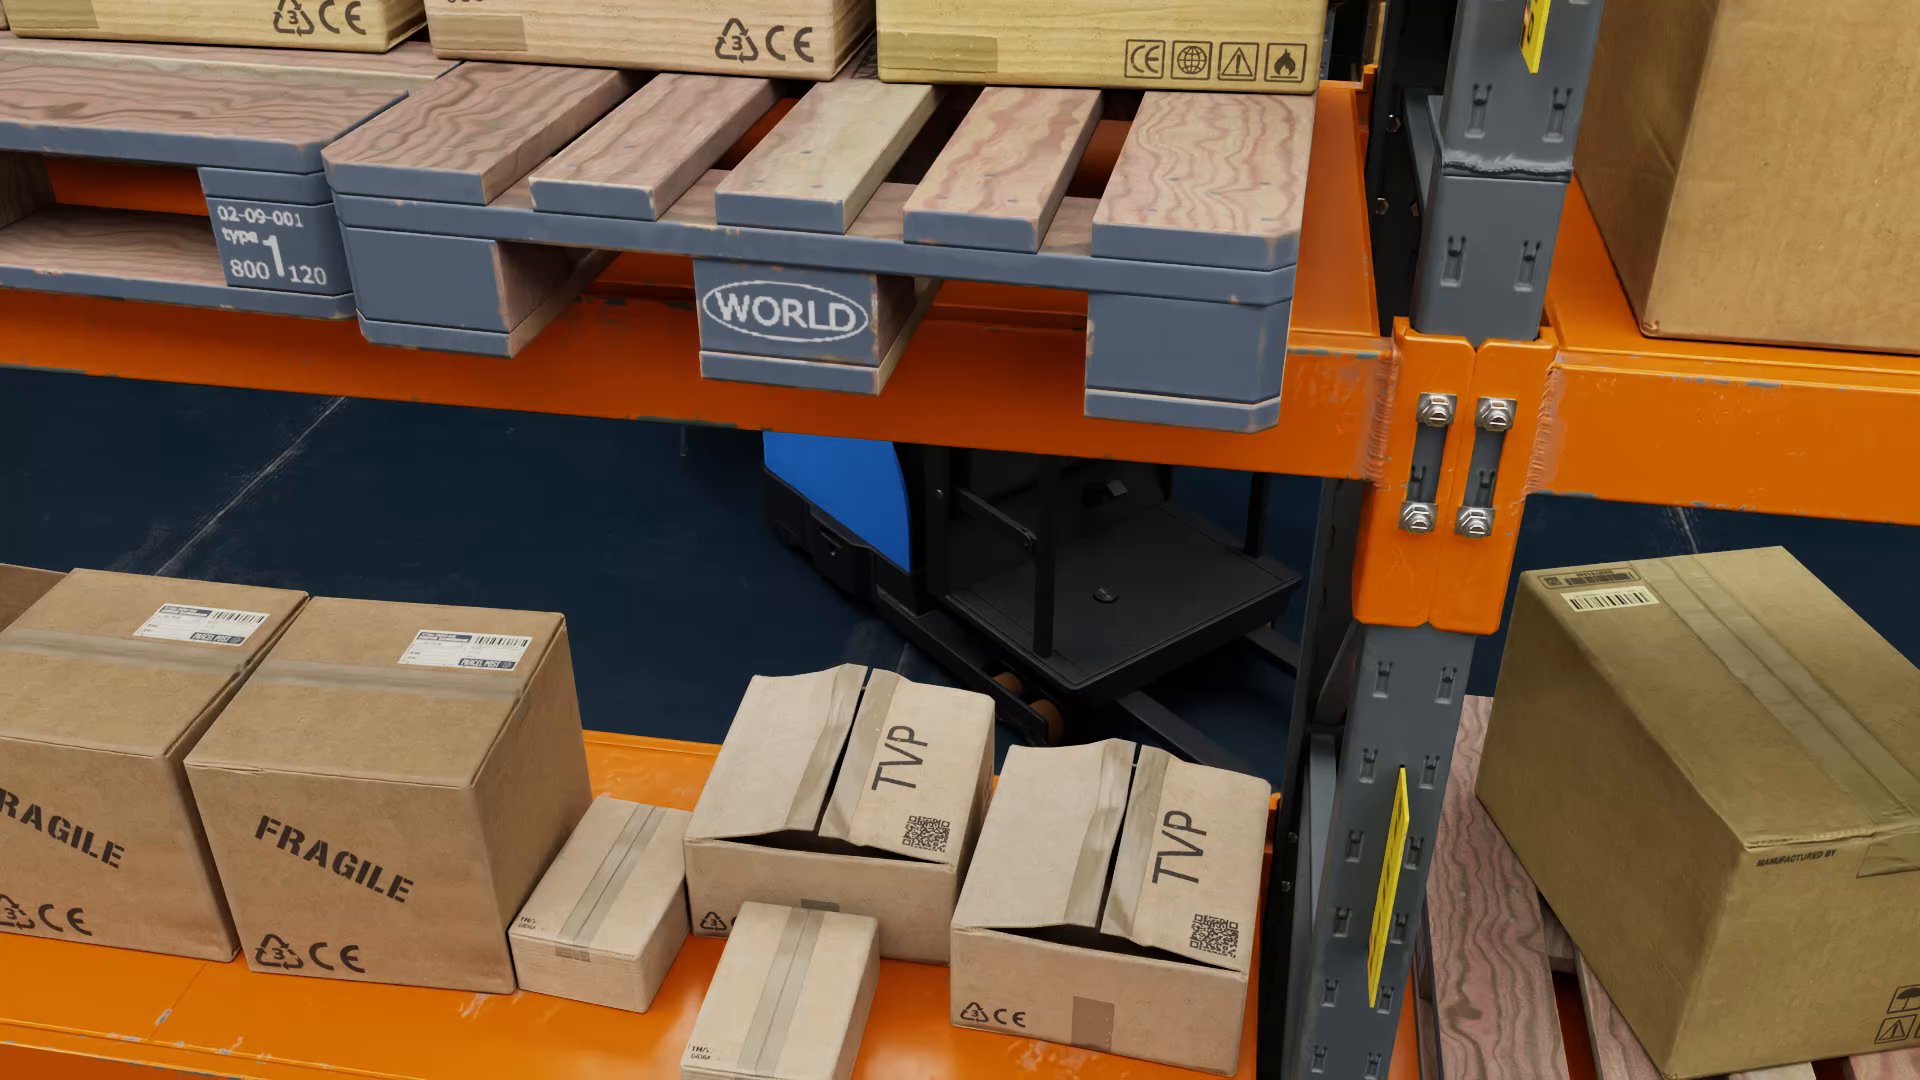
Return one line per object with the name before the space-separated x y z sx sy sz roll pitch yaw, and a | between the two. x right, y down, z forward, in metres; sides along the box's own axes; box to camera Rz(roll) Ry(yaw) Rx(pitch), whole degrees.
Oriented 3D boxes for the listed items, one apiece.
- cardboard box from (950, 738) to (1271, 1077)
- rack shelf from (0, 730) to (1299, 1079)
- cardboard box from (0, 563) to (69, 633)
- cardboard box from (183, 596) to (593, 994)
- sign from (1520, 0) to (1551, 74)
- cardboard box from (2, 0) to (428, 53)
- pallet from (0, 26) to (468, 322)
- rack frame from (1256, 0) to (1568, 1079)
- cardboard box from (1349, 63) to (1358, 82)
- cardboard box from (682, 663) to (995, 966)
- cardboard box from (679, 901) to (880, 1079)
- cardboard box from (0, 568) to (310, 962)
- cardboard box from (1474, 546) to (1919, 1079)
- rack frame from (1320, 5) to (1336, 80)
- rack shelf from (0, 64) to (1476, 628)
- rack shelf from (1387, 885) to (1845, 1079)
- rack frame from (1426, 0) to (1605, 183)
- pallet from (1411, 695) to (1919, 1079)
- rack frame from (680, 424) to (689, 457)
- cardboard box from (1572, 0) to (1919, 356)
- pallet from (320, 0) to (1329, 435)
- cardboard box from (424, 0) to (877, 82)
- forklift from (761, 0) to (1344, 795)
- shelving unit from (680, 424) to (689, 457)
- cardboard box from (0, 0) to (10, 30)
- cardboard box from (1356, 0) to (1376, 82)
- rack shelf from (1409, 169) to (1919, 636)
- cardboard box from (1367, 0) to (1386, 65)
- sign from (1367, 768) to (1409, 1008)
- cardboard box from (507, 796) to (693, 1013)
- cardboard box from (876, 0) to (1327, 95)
cardboard box | 0.283 0.629 3.002 0.500 0.311 0.500 7 33 11
rack shelf | -1.338 0.773 3.366 4.000 0.370 1.077 5 32 8
cardboard box | -2.035 0.371 3.236 0.500 0.500 0.500 7 33 12
cardboard box | -1.023 0.463 3.089 0.500 0.500 0.500 3 32 6
sign | 0.533 -0.588 1.474 0.005 0.325 0.100 5 32 8
cardboard box | -0.905 -0.845 2.191 0.500 0.250 0.500 5 32 7
pallet | -1.153 -0.657 2.323 1.213 0.211 1.003 7 33 10
rack frame | 0.634 0.646 2.890 0.127 3.000 1.000 5 32 8
cardboard box | 1.828 -1.952 7.259 0.250 0.149 0.380 6 32 9
cardboard box | -0.215 0.503 3.203 0.500 0.311 0.500 5 32 8
cardboard box | -0.299 0.817 2.854 0.250 0.149 0.380 5 32 8
cardboard box | -1.542 0.416 3.164 0.500 0.500 0.500 5 32 8
cardboard box | 1.274 0.423 2.757 0.500 0.500 0.700 -5 32 -8
rack frame | 1.464 -1.945 7.030 0.127 3.000 1.000 5 32 8
rack shelf | -1.338 -0.499 2.570 4.000 0.370 1.077 5 32 8
rack shelf | 2.605 1.130 2.796 4.000 0.370 1.077 5 32 8
rack frame | 0.634 -1.897 1.298 0.127 3.000 1.000 5 32 8
pallet | 1.314 0.752 2.903 1.003 0.211 1.213 5 32 8
rack frame | -1.110 -1.102 6.950 0.023 1.500 0.400 6 30 -1
cardboard box | 1.070 -0.646 2.034 0.500 0.500 0.910 5 32 8
pallet | -0.050 -0.559 2.166 1.003 0.211 1.213 7 33 10
cardboard box | -0.343 -0.788 2.100 0.500 0.250 0.500 6 33 10
forklift | 0.501 -0.834 5.320 1.130 2.935 3.031 -22 38 -31
shelving unit | -0.746 -1.062 6.953 0.755 1.500 0.431 6 30 -1
cardboard box | -1.435 -0.894 2.269 0.500 0.250 0.500 3 32 4
cardboard box | 1.974 -2.217 7.072 0.500 0.500 0.500 5 32 9
rack shelf | 2.605 -0.142 2.000 4.000 0.370 1.077 5 32 8
cardboard box | 1.899 -1.944 6.636 0.500 0.500 0.500 6 33 10
sign | 0.544 0.446 2.119 0.005 0.325 0.100 5 32 8
cardboard box | -0.633 0.669 3.092 0.250 0.149 0.380 8 33 12
cardboard box | 0.177 -0.751 2.040 0.500 0.250 0.500 3 32 5
